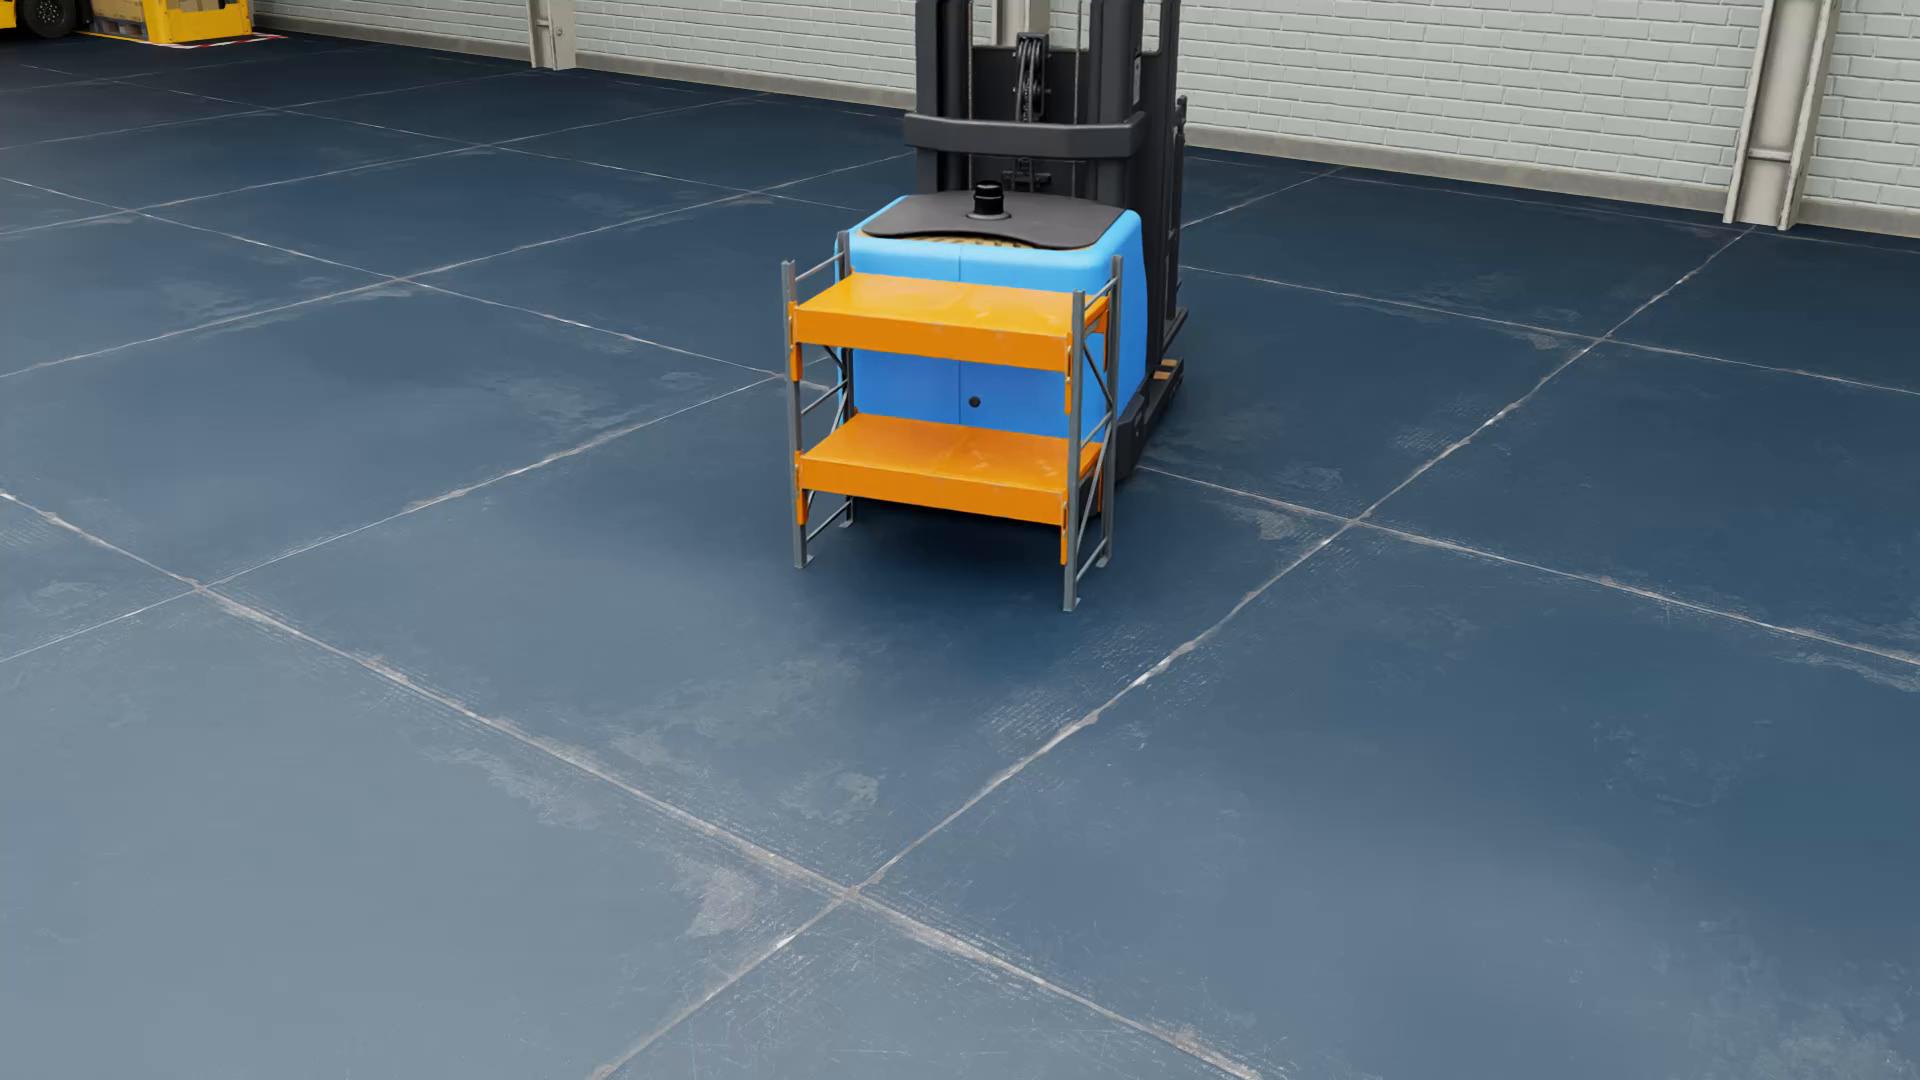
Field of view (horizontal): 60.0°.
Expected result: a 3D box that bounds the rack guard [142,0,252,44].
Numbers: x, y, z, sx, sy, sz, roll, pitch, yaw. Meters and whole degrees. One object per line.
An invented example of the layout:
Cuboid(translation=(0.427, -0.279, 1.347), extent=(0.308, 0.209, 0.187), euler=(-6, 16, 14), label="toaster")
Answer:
Cuboid(translation=(-9.057, -6.228, 19.764), extent=(0.348, 0.500, 1.175), euler=(17, 29, 33), label="rack guard")

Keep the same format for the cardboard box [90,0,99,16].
Cuboid(translation=(-10.428, -6.570, 20.331), extent=(0.500, 0.250, 0.500), euler=(17, 29, 34), label="cardboard box")

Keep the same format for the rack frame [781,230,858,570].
Cuboid(translation=(-0.498, -0.504, 5.999), extent=(0.032, 1.125, 0.500), euler=(9, 25, 19), label="rack frame")

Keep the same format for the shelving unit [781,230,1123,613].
Cuboid(translation=(-0.022, -0.433, 5.837), extent=(1.048, 1.125, 0.538), euler=(9, 25, 19), label="shelving unit")

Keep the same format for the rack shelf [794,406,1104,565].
Cuboid(translation=(-0.022, -0.209, 5.936), extent=(1.000, 0.278, 0.538), euler=(9, 25, 19), label="rack shelf")

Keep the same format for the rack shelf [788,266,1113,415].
Cuboid(translation=(-0.022, -0.701, 5.719), extent=(1.000, 0.278, 0.538), euler=(9, 25, 19), label="rack shelf")

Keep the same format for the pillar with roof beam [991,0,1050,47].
Cuboid(translation=(-2.072, -6.291, 9.367), extent=(0.400, 9.000, 9.100), euler=(17, 29, 33), label="pillar with roof beam")

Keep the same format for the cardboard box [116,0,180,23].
Cuboid(translation=(-9.641, -6.323, 19.770), extent=(0.500, 0.250, 0.500), euler=(17, 29, 34), label="cardboard box")

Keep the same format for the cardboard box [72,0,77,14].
Cuboid(translation=(-10.857, -6.688, 20.599), extent=(0.500, 0.250, 0.500), euler=(18, 29, 35), label="cardboard box")

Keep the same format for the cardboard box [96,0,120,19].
Cuboid(translation=(-10.034, -6.446, 20.049), extent=(0.500, 0.250, 0.500), euler=(17, 29, 33), label="cardboard box")

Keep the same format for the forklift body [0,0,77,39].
Cuboid(translation=(-11.687, -6.859, 19.149), extent=(1.214, 2.155, 2.313), euler=(17, 29, 33), label="forklift body")

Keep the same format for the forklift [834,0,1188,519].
Cuboid(translation=(0.423, -1.987, 7.124), extent=(1.130, 2.935, 3.031), euler=(7, 25, 15), label="forklift")

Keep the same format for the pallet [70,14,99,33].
Cuboid(translation=(-10.685, -6.568, 20.895), extent=(1.213, 0.211, 1.003), euler=(17, 29, 33), label="pallet")

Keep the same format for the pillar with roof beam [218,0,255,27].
Cuboid(translation=(-11.674, -9.193, 15.953), extent=(0.400, 9.000, 9.100), euler=(17, 29, 33), label="pillar with roof beam")

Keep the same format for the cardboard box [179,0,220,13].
Cuboid(translation=(-9.352, -6.493, 20.156), extent=(0.500, 0.250, 0.500), euler=(17, 29, 34), label="cardboard box")

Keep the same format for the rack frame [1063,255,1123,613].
Cuboid(translation=(0.455, -0.361, 5.675), extent=(0.032, 1.125, 0.500), euler=(9, 25, 19), label="rack frame")

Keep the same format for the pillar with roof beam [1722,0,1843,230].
Cuboid(translation=(2.729, -4.840, 6.074), extent=(0.400, 9.000, 9.100), euler=(17, 29, 33), label="pillar with roof beam")

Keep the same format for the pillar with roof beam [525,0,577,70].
Cuboid(translation=(-6.873, -7.742, 12.660), extent=(0.400, 9.000, 9.100), euler=(17, 29, 33), label="pillar with roof beam")

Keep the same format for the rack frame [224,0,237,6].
Cuboid(translation=(-9.076, -7.377, 19.273), extent=(0.127, 3.000, 1.000), euler=(17, 29, 33), label="rack frame")

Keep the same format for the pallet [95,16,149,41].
Cuboid(translation=(-9.713, -6.273, 20.225), extent=(1.213, 0.211, 1.003), euler=(17, 29, 33), label="pallet")
